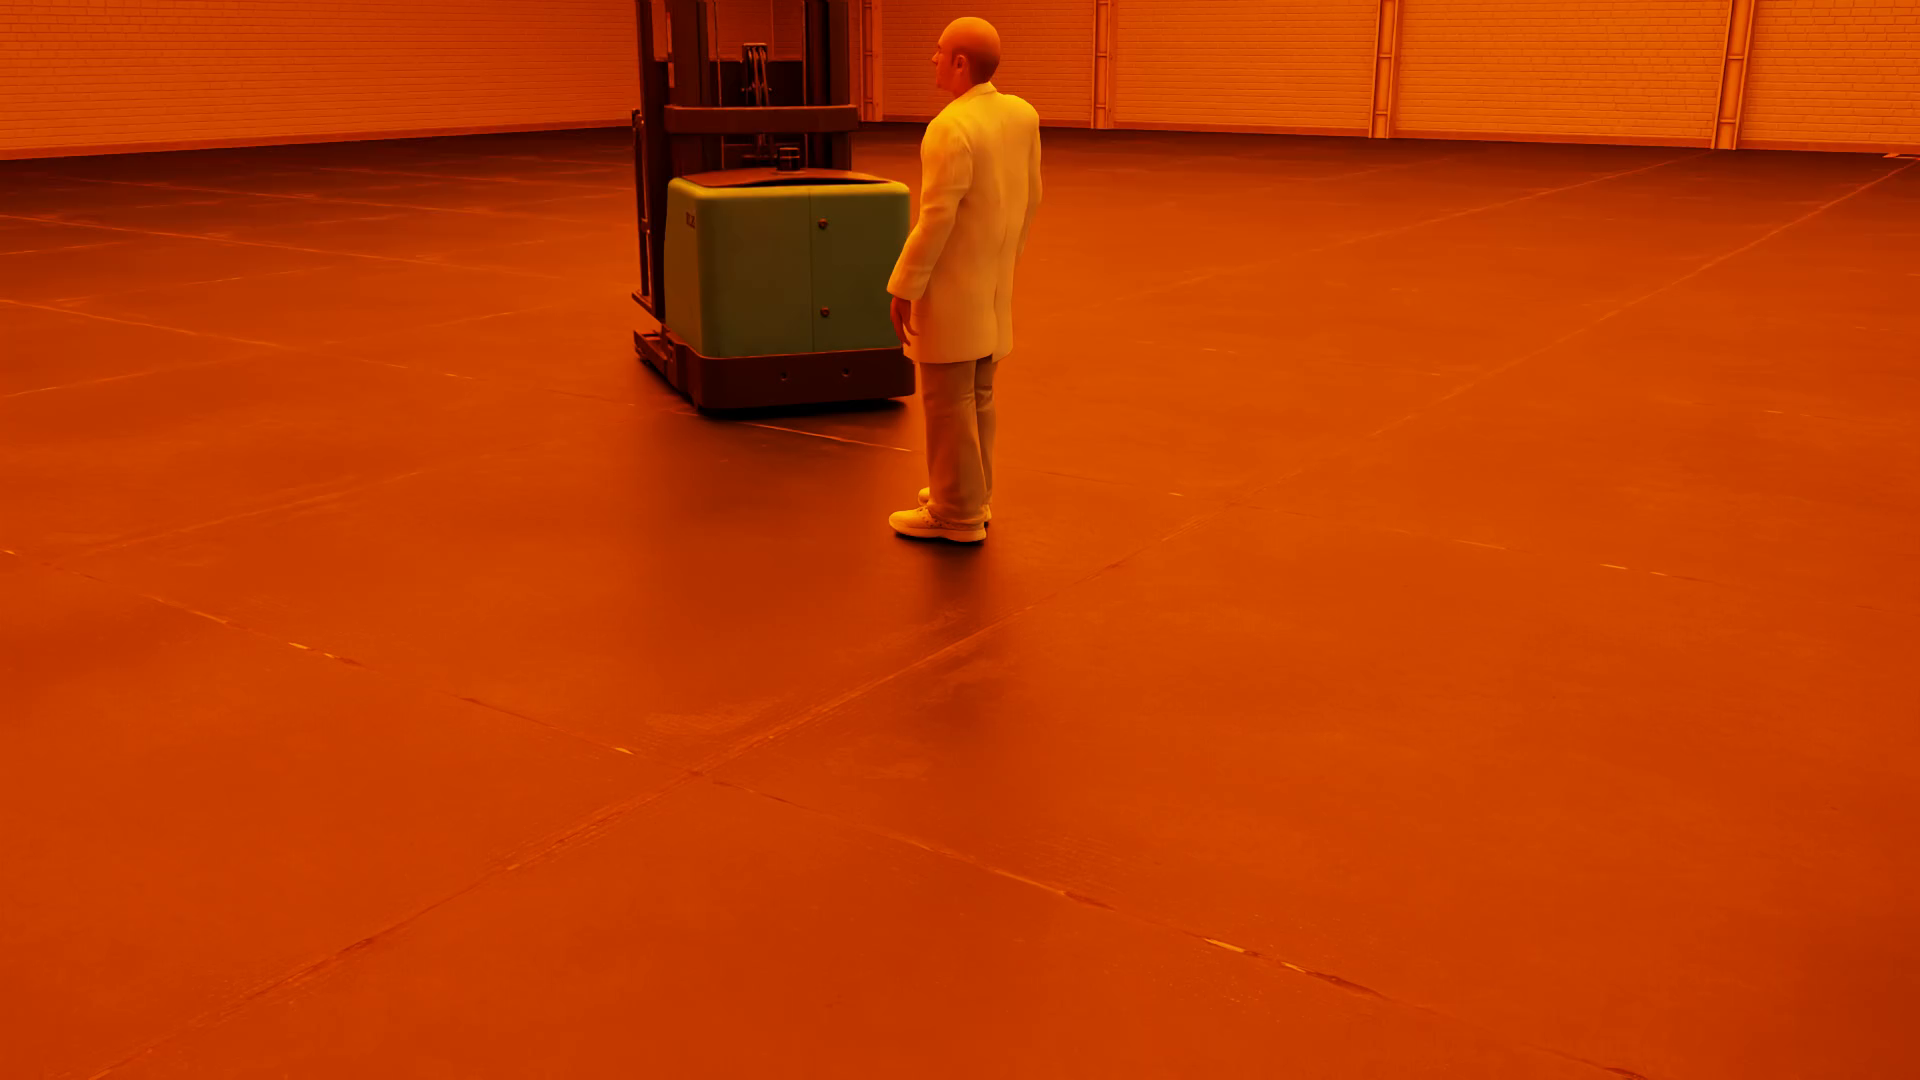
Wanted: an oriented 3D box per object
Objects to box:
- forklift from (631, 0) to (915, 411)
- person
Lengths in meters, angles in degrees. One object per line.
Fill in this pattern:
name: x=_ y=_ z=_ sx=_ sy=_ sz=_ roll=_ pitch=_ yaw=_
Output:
forklift: x=-1.190 y=-2.392 z=8.832 sx=1.130 sy=2.935 sz=3.031 roll=-6 pitch=18 yaw=-19
person: x=-0.072 y=-0.874 z=5.745 sx=0.581 sy=1.775 sz=0.696 roll=11 pitch=20 yaw=33
